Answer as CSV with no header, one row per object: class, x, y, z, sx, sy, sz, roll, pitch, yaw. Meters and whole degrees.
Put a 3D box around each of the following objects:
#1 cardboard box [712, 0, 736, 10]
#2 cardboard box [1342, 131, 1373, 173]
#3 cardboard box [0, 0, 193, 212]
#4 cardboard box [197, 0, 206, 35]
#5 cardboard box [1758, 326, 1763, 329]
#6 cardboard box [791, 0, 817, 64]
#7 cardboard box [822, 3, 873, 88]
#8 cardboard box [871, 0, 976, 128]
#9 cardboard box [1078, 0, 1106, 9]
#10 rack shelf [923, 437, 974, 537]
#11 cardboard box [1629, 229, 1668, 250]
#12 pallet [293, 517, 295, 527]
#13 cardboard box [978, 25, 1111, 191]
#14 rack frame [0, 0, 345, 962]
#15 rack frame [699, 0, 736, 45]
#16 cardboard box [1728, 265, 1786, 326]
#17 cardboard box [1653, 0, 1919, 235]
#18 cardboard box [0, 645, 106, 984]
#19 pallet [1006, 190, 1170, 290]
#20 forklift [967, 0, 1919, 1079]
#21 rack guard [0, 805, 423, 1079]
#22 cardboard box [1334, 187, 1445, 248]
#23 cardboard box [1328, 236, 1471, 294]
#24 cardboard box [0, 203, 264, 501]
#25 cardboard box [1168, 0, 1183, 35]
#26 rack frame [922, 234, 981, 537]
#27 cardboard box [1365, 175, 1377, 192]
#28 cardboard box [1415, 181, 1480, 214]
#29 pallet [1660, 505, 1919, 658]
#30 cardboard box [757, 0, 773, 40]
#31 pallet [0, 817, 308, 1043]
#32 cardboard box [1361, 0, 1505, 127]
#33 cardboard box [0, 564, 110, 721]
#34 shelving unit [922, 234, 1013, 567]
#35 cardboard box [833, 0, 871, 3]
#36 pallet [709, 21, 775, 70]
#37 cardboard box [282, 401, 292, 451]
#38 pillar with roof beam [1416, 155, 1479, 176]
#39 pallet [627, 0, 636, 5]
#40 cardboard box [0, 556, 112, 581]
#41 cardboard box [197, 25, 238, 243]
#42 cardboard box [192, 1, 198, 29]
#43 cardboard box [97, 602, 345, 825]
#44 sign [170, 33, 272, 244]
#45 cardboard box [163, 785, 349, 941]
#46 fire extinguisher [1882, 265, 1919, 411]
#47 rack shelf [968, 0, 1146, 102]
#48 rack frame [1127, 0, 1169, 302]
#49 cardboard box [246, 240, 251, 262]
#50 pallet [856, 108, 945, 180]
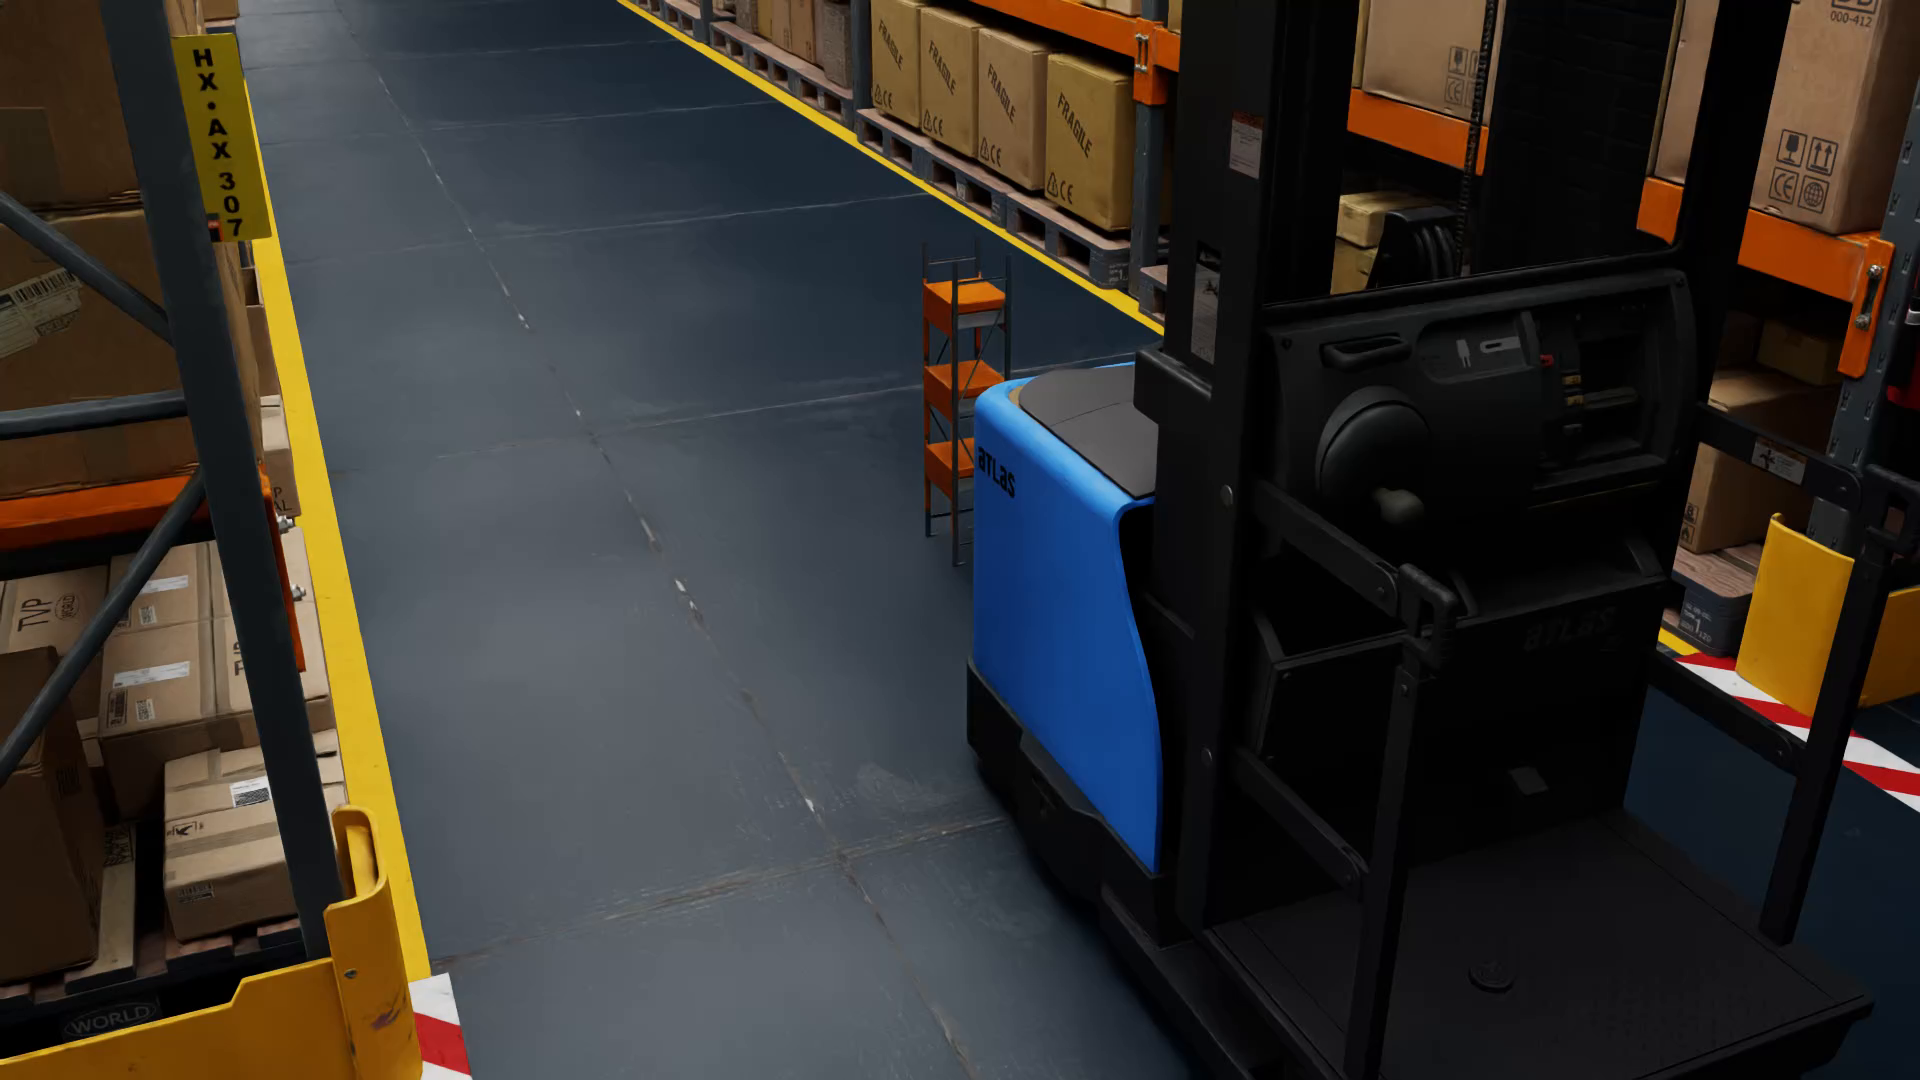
cardboard box,-2.056,-4.986,15.271,0.380,0.166,0.250,-15,30,-27
cardboard box,1.639,-1.751,7.548,0.380,0.149,0.250,-11,28,-21
cardboard box,-1.607,-0.872,2.864,0.500,0.500,0.500,-10,28,-19
cardboard box,-2.608,-1.448,5.182,0.500,0.500,0.500,-10,28,-19
cardboard box,2.318,-0.539,5.805,0.700,0.500,0.500,-11,28,-21
cardboard box,-0.898,-4.015,12.903,0.700,0.500,0.500,-11,28,-21
cardboard box,-0.582,-3.592,12.035,0.700,0.500,0.500,-10,28,-20
cardboard box,-0.085,-3.139,10.732,0.750,0.750,0.750,-11,28,-21
cardboard box,0.801,-2.703,8.130,0.380,0.149,0.250,-10,28,-20
rack shelf,0.021,-0.191,5.602,0.215,0.259,0.240,-11,28,-21
cardboard box,2.350,-1.020,6.052,0.380,0.149,0.250,-10,28,-20
pallet,-2.974,-0.238,5.996,1.003,0.211,1.213,-11,28,-21
cardboard box,0.589,-2.442,9.304,0.750,0.750,0.750,-10,28,-19
rack frame,-1.676,-0.153,2.645,1.000,3.000,0.127,-11,28,-21
rack frame,-1.819,-5.850,14.314,1.000,3.000,0.127,-11,28,-21
cardboard box,2.548,-0.817,5.635,0.380,0.149,0.250,-10,28,-20
cardboard box,2.672,-1.345,4.744,0.980,0.700,0.700,-9,28,-18
cardboard box,-2.116,0.595,3.460,0.500,0.500,0.500,-11,28,-21
pallet,0.943,-1.666,8.922,1.003,0.211,1.213,-11,28,-21
forklift,1.062,-0.225,2.870,1.130,2.935,3.031,-11,28,-21
rack guard,-1.706,0.939,3.257,1.175,0.500,0.348,-11,28,-21
cardboard box,1.683,-1.278,6.580,0.380,0.149,0.250,-11,28,-22
cardboard box,1.905,-0.956,6.659,0.700,0.500,0.500,-10,28,-19
cardboard box,-1.607,-0.423,3.083,0.500,0.500,0.500,-10,28,-20
cardboard box,1.511,-2.534,7.179,0.980,0.700,0.700,-10,28,-20
rack frame,-0.027,-0.499,5.576,0.200,1.050,0.008,-11,28,-21
cardboard box,1.513,-1.367,7.501,0.700,0.500,0.500,-10,28,-20
cardboard box,2.049,-1.330,6.686,0.380,0.149,0.250,-10,28,-20
pallet,2.495,-0.062,5.637,1.003,0.211,1.213,-11,28,-21
cardboard box,-1.267,-4.431,13.753,0.700,0.500,0.500,-11,28,-22
pallet,-2.019,0.747,3.979,1.003,0.211,1.213,-11,28,-21
cardboard box,2.086,-1.946,5.975,0.980,0.700,0.700,-12,28,-23
cardboard box,-2.460,0.319,4.311,0.500,0.250,0.500,-11,28,-21
shelving unit,0.021,-0.450,5.475,0.215,1.050,0.252,-11,28,-21
cardboard box,-0.748,-4.170,12.364,0.500,0.250,0.500,-10,28,-20
pallet,-1.513,-4.283,14.282,1.003,0.211,1.213,-11,28,-21
cardboard box,-2.556,-0.362,5.821,0.380,0.149,0.250,-11,28,-21
pillar with roof beam,-1.577,-4.443,4.593,9.100,9.000,0.400,-11,28,-21
pallet,-3.070,-5.847,17.486,1.003,0.211,1.213,-11,28,-21
cardboard box,-2.502,-0.087,4.852,0.797,0.503,0.637,-11,28,-21
cardboard box,-2.202,-1.035,4.338,0.500,0.500,0.500,-10,28,-20
cardboard box,-2.210,-1.490,4.128,0.500,0.500,0.500,-11,28,-21
cardboard box,-1.824,0.414,4.115,0.500,0.250,0.500,-11,28,-21
sign,-1.177,-0.636,2.646,0.100,0.325,0.005,-11,28,-21
cardboard box,-1.524,0.702,3.641,0.380,0.149,0.250,-11,28,-21
fire extinguisher,2.515,-0.664,4.203,0.296,0.674,0.183,-11,28,-21
rack shelf,0.531,-3.105,9.511,1.077,0.370,4.000,-11,28,-21
rack frame,1.314,-2.621,7.699,1.000,3.000,0.127,-11,28,-21
cardboard box,-3.616,-1.496,7.743,0.500,0.500,0.500,-10,28,-20
pallet,-0.013,-2.651,10.940,1.003,0.211,1.213,-11,28,-21
